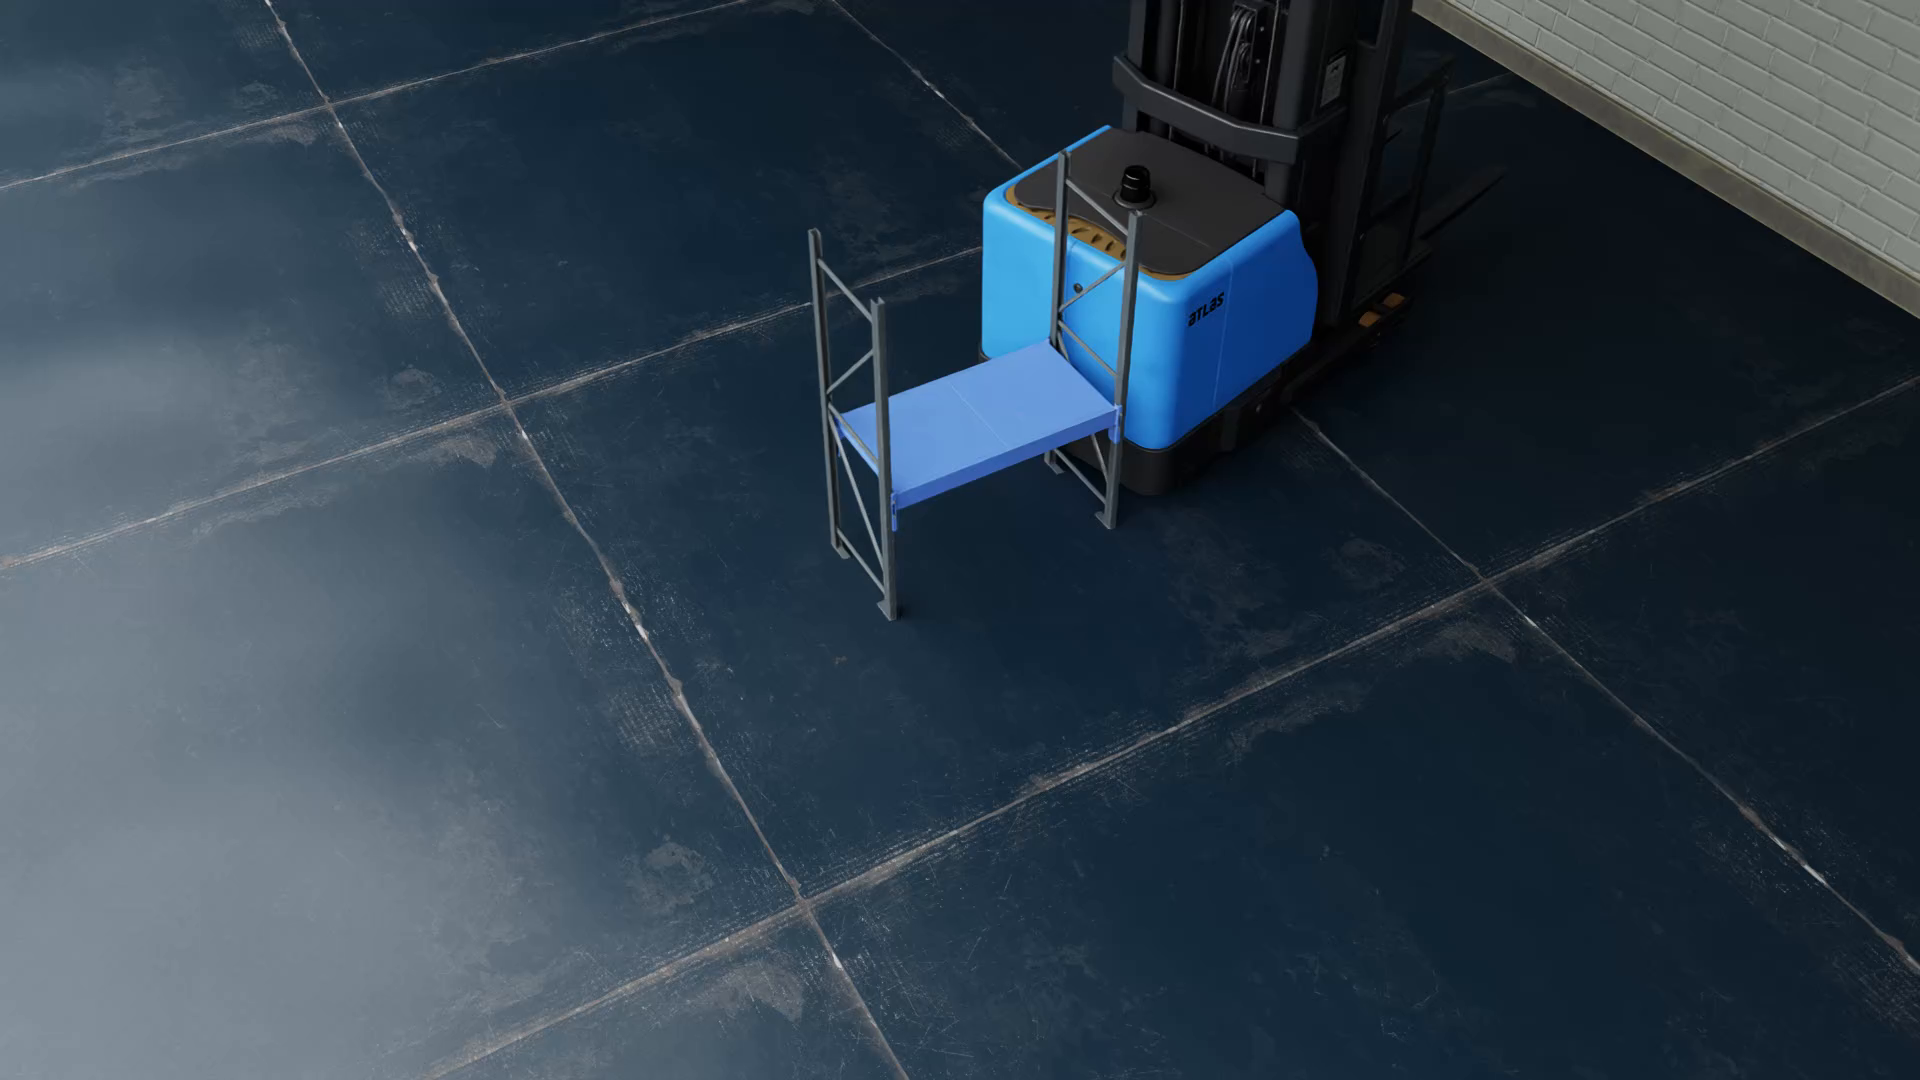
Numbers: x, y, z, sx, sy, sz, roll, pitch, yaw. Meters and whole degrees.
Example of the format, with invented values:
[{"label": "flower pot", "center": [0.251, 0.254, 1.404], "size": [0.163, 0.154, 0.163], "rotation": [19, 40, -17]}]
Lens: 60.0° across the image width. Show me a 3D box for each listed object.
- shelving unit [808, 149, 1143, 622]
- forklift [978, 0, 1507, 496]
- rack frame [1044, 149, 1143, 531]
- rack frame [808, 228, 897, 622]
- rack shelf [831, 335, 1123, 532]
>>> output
[{"label": "shelving unit", "center": [0.058, -0.553, 6.243], "size": [1.048, 1.500, 0.538], "rotation": [-22, 48, -21]}, {"label": "forklift", "center": [1.462, -2.163, 6.874], "size": [1.130, 2.935, 3.031], "rotation": [34, 53, 30]}, {"label": "rack frame", "center": [0.497, -0.732, 6.427], "size": [0.032, 1.500, 0.500], "rotation": [-22, 48, -21]}, {"label": "rack frame", "center": [-0.382, -0.375, 6.060], "size": [0.032, 1.500, 0.500], "rotation": [-22, 48, -21]}, {"label": "rack shelf", "center": [0.058, -0.424, 6.369], "size": [1.000, 0.185, 0.538], "rotation": [-22, 48, -21]}]
